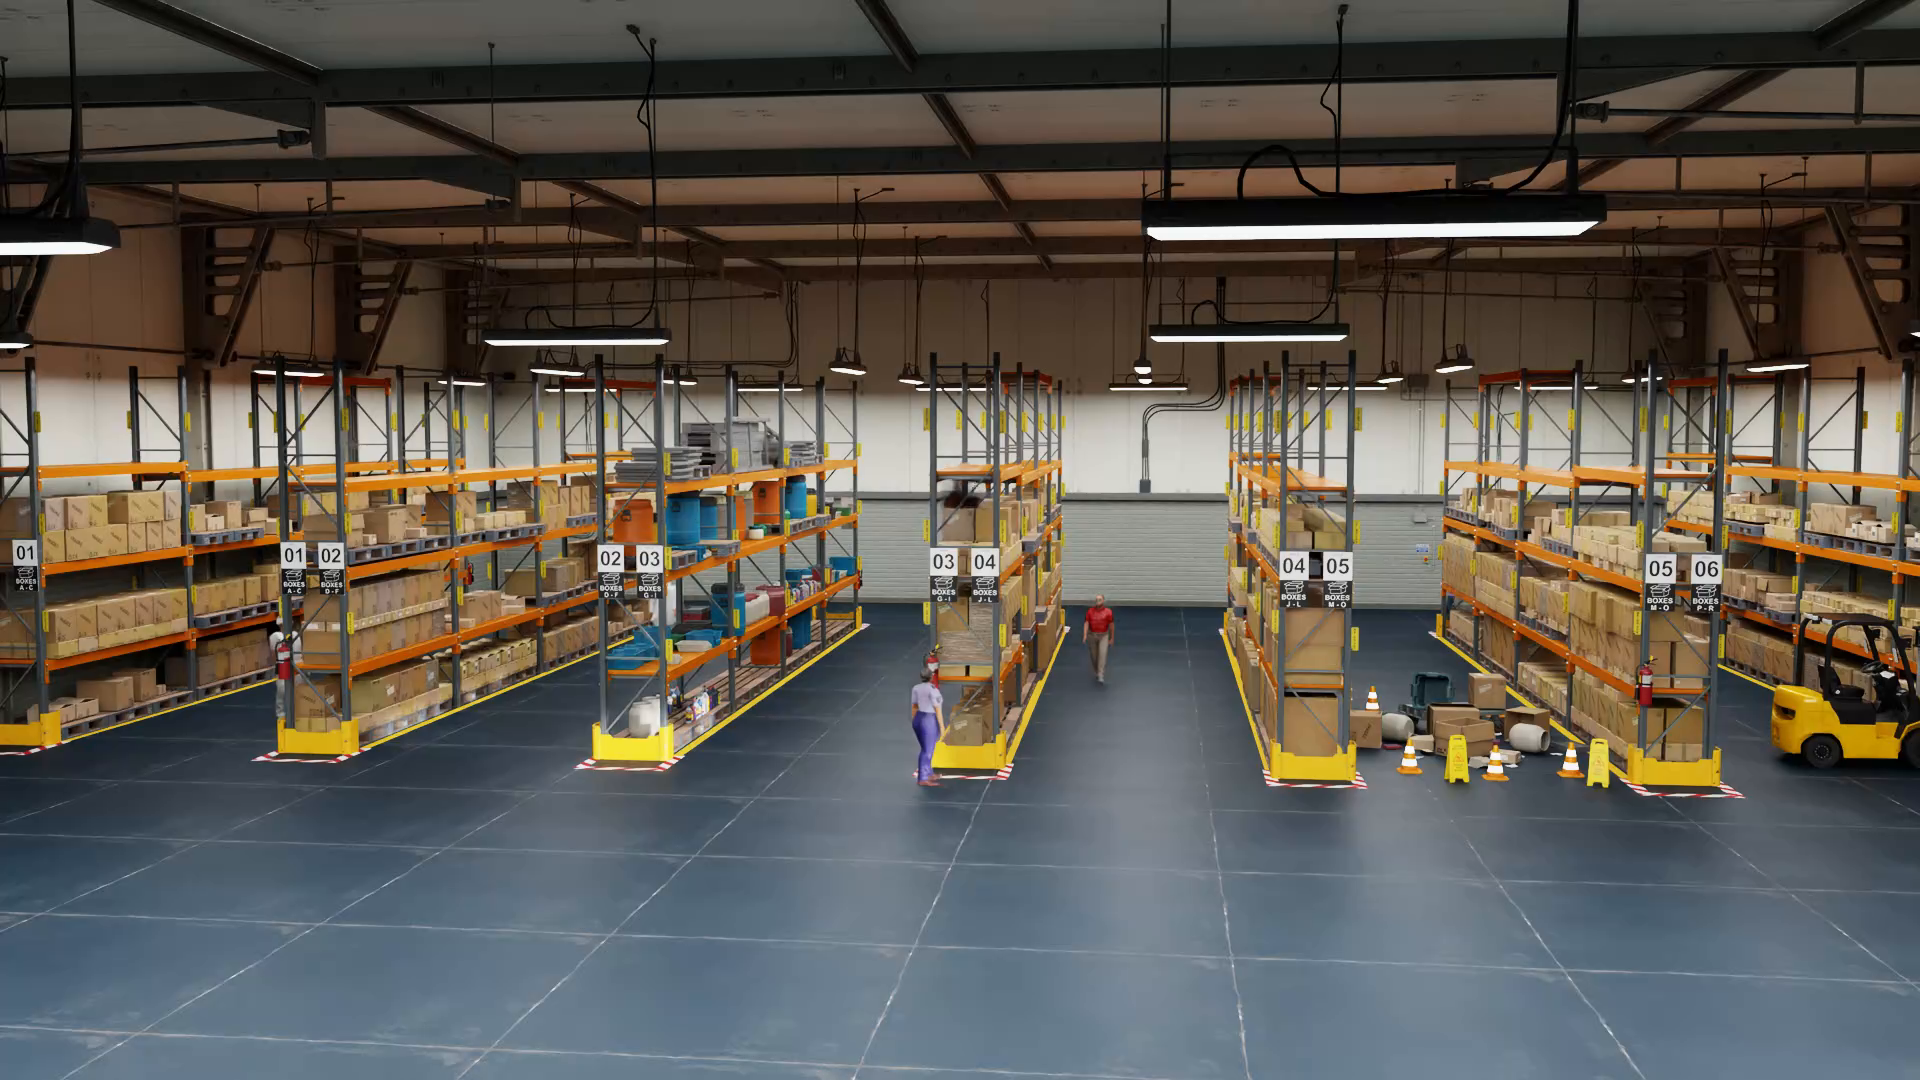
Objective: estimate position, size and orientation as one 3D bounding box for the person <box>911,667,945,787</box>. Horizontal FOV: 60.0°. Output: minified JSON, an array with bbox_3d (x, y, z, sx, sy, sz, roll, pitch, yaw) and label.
[{"bbox_3d":[-0.397,2.574,23.065,0.558,1.621,0.552,-3,5,-33],"label":"person"}]

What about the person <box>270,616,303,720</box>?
[{"bbox_3d":[-11.287,2.151,28.042,0.618,1.810,0.510,-4,6,-44],"label":"person"}]

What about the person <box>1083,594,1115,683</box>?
[{"bbox_3d":[2.673,1.891,32.034,0.587,1.678,1.033,1,4,11],"label":"person"}]

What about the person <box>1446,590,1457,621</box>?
[{"bbox_3d":[11.951,1.348,40.335,0.608,1.574,0.428,0,4,3],"label":"person"}]

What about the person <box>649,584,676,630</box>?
[{"bbox_3d":[-6.408,1.595,35.894,0.702,1.672,1.119,1,4,11],"label":"person"}]
